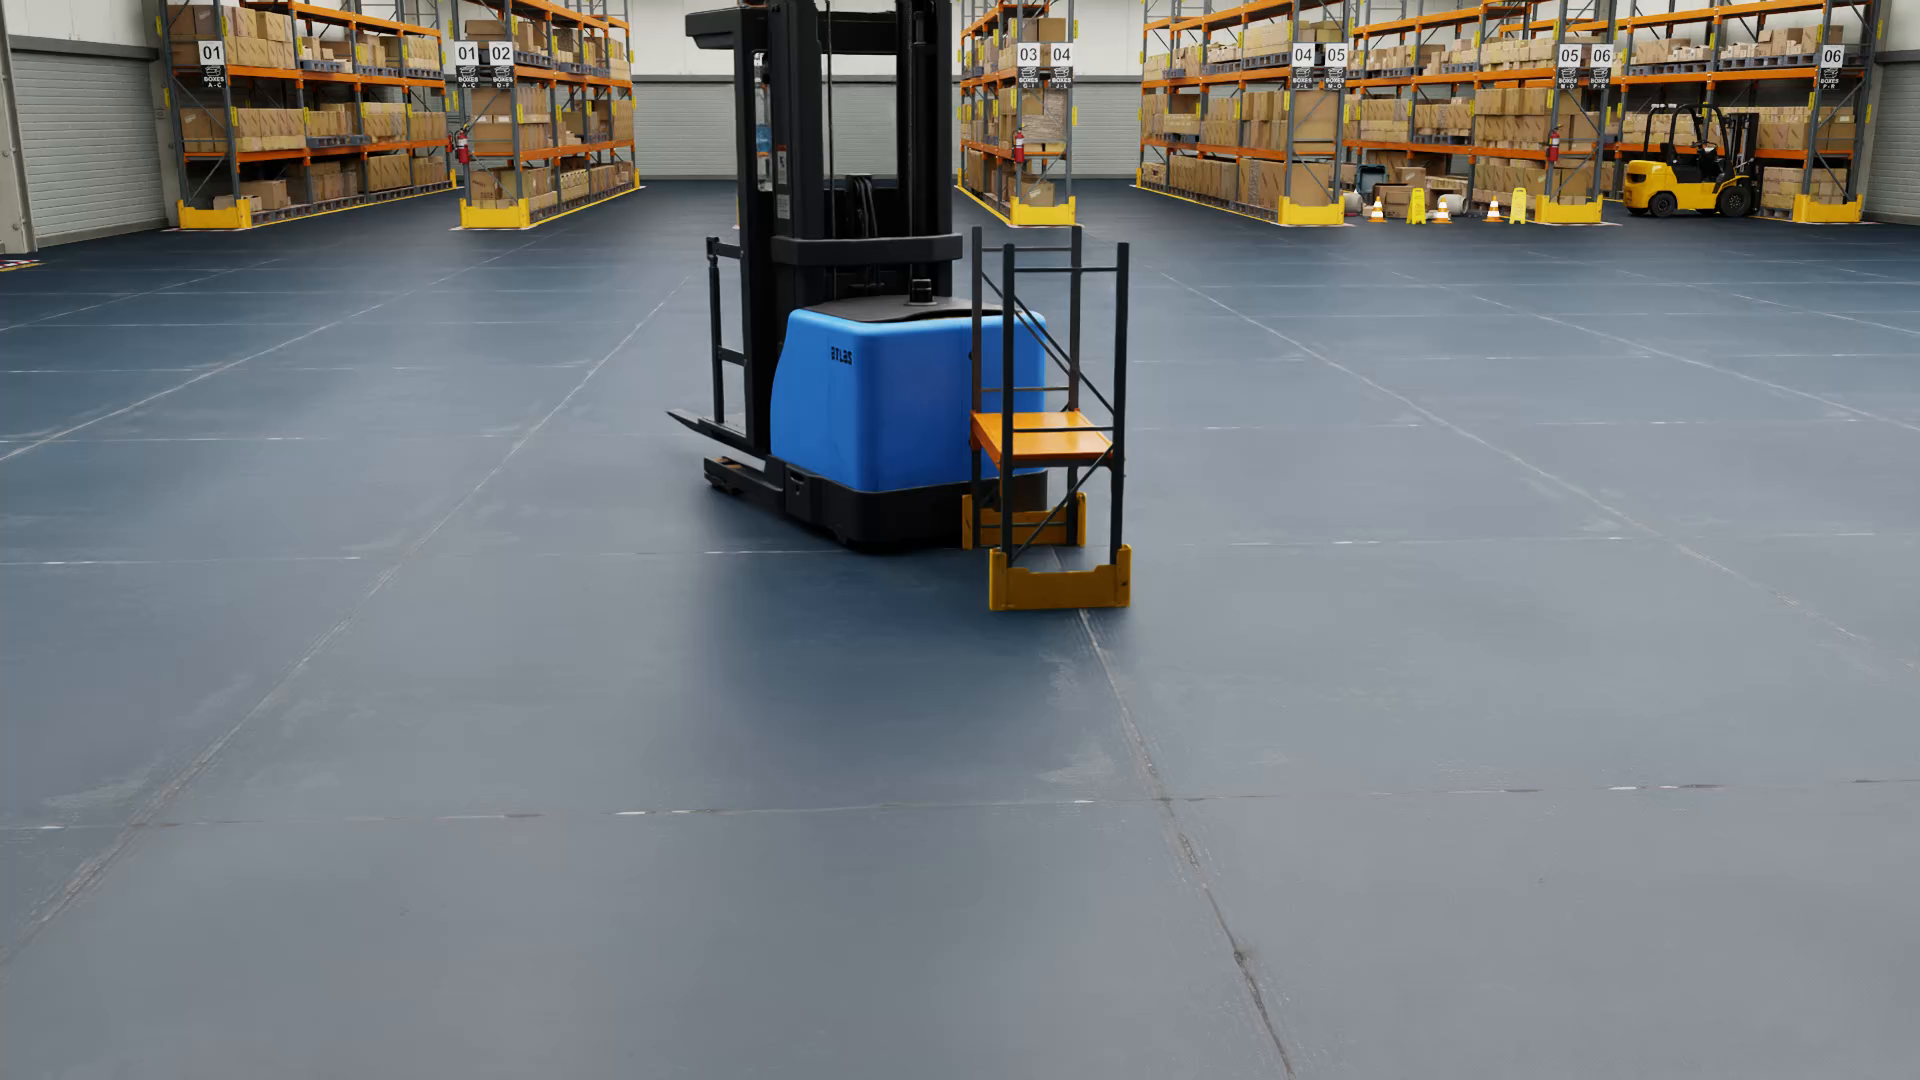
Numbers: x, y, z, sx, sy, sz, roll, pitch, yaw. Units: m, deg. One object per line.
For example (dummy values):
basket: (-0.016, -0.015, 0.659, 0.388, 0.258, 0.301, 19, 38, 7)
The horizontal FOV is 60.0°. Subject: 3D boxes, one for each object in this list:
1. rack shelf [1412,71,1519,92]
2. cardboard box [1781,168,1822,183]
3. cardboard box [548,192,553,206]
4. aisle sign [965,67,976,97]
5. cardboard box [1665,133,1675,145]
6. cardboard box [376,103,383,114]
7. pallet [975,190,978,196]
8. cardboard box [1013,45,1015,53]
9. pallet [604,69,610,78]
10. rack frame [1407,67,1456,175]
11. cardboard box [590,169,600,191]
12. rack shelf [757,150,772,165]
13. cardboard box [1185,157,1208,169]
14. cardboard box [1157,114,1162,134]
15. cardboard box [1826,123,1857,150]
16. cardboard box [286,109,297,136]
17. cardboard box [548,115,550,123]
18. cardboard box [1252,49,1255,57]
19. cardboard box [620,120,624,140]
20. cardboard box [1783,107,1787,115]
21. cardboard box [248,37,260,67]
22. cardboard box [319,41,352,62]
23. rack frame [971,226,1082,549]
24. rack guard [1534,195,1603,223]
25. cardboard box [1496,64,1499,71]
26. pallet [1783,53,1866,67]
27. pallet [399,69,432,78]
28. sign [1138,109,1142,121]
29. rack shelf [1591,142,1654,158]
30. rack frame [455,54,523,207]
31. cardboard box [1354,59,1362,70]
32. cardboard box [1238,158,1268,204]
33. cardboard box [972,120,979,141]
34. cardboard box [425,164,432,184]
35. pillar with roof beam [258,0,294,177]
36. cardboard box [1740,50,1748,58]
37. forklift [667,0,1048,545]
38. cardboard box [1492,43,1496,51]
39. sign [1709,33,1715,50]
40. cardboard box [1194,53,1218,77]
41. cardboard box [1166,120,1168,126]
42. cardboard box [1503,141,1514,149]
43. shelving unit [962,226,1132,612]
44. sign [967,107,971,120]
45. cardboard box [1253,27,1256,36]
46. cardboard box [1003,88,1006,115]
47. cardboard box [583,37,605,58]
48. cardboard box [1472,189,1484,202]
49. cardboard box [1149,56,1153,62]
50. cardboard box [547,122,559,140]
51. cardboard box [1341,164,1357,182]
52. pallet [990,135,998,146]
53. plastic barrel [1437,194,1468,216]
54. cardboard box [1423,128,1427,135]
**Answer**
rack shelf: (11.044, -10.003, 36.307, 1.077, 0.370, 4.000, -1, 14, -3)
cardboard box: (16.030, -6.950, 31.685, 0.500, 0.250, 0.500, 0, 14, -2)
cardboard box: (-8.343, -6.731, 32.844, 0.500, 0.250, 0.500, -1, 14, -3)
aisle sign: (0.230, -12.505, 45.390, 0.394, 0.787, 0.004, -1, 14, -3)
cardboard box: (15.793, -8.776, 36.417, 0.500, 0.250, 0.500, -1, 14, -3)
cardboard box: (-13.642, -9.954, 38.350, 0.500, 0.250, 0.500, -1, 14, -3)
pallet: (0.904, -8.696, 41.402, 1.003, 0.211, 1.213, -1, 14, -3)
cardboard box: (1.171, -9.024, 30.559, 0.380, 0.149, 0.250, -2, 15, -6)
pallet: (-9.136, -11.284, 40.221, 1.213, 0.211, 1.003, -1, 14, -3)
rack frame: (10.920, -9.396, 38.525, 1.000, 3.000, 0.127, -1, 14, -3)
cardboard box: (-8.639, -8.341, 38.559, 0.500, 0.500, 0.500, -1, 14, -5)
rack shelf: (-3.543, -7.326, 31.923, 1.077, 0.370, 4.000, -1, 14, -3)
cardboard box: (5.640, -8.942, 39.428, 0.500, 0.250, 0.500, -1, 14, -3)
cardboard box: (5.395, -10.727, 42.899, 0.500, 0.500, 0.500, -1, 14, -5)
cardboard box: (16.616, -7.660, 31.576, 0.500, 0.500, 0.500, 0, 14, -2)
cardboard box: (-13.180, -8.082, 32.174, 0.500, 0.500, 0.500, -1, 14, -4)
cardboard box: (-8.380, -8.394, 33.130, 0.380, 0.149, 0.250, -1, 14, -3)
cardboard box: (5.964, -9.598, 32.750, 0.380, 0.149, 0.250, -1, 14, -4)
cardboard box: (-8.929, -10.517, 42.681, 0.500, 0.500, 0.500, -1, 14, -4)
cardboard box: (16.106, -8.265, 32.029, 0.380, 0.149, 0.250, -1, 14, -3)
cardboard box: (-13.112, -8.885, 30.278, 0.500, 0.500, 0.500, 0, 14, -1)
cardboard box: (-13.889, -10.845, 37.054, 0.700, 0.500, 0.500, -2, 15, -8)
rack frame: (0.303, -0.695, 7.719, 0.500, 1.500, 0.032, -2, 15, -6)
rack guard: (11.411, -6.215, 31.177, 1.175, 0.500, 0.348, -1, 14, -3)
cardboard box: (11.029, -9.525, 33.510, 0.380, 0.149, 0.250, -1, 14, -3)
pallet: (16.352, -9.070, 31.415, 1.003, 0.211, 1.213, -1, 14, -3)
pallet: (-14.163, -11.924, 42.510, 1.003, 0.211, 1.213, -1, 14, -3)
sign: (4.949, -11.695, 45.722, 0.100, 0.325, 0.005, -1, 14, -3)
rack shelf: (15.750, -9.622, 40.849, 1.077, 0.370, 4.000, -1, 14, -3)
rack frame: (-8.363, -7.101, 29.606, 1.000, 3.000, 0.127, -1, 14, -3)
cardboard box: (10.313, -12.184, 42.567, 0.396, 0.266, 0.258, 0, 14, -2)
cardboard box: (6.203, -7.316, 33.864, 0.875, 0.875, 0.875, -1, 14, -3)
cardboard box: (0.560, -10.168, 41.324, 0.500, 0.500, 0.500, -1, 14, -3)
cardboard box: (-14.052, -9.441, 42.875, 0.700, 0.500, 0.500, -1, 14, -2)
pillar with roof beam: (-10.288, -11.649, 35.241, 9.100, 9.000, 0.400, -1, 14, -3)
cardboard box: (15.894, -9.754, 33.357, 0.380, 0.149, 0.250, 0, 14, -2)
forklift: (-0.750, -1.716, 8.813, 1.130, 2.935, 3.031, -8, 17, -29)
cardboard box: (10.914, -9.905, 33.387, 0.380, 0.149, 0.250, -1, 14, -5)
sign: (15.581, -10.323, 34.440, 0.100, 0.325, 0.005, -1, 14, -3)
cardboard box: (5.697, -10.934, 38.280, 0.500, 0.500, 0.500, -1, 14, -3)
cardboard box: (5.321, -10.345, 41.279, 0.380, 0.149, 0.250, -1, 14, -5)
cardboard box: (10.981, -7.816, 32.887, 0.380, 0.149, 0.250, -1, 14, -4)
shelving unit: (0.360, -0.572, 7.239, 0.587, 1.500, 1.083, -2, 15, -6)
sign: (0.228, -10.686, 41.644, 0.100, 0.325, 0.005, -1, 14, -3)
cardboard box: (5.965, -9.983, 32.648, 0.380, 0.149, 0.250, -1, 14, -4)
cardboard box: (1.114, -8.560, 32.473, 0.500, 0.500, 0.500, -1, 14, -3)
cardboard box: (-9.174, -12.191, 41.162, 0.700, 0.500, 0.500, -1, 14, -3)
cardboard box: (10.935, -7.122, 34.362, 0.500, 0.250, 0.500, -2, 15, -6)
cardboard box: (5.239, -12.822, 44.320, 0.380, 0.149, 0.250, -1, 14, -3)
cardboard box: (-8.674, -8.467, 34.713, 0.500, 0.500, 0.500, 0, 14, 1)
cardboard box: (10.684, -9.734, 44.137, 0.875, 0.438, 0.875, -1, 14, -5)
pallet: (1.193, -8.658, 36.043, 1.003, 0.211, 1.213, -1, 14, -3)
plastic barrel: (9.777, -6.649, 33.018, 0.512, 0.421, 0.421, 10, 18, 35)
cardboard box: (10.710, -9.254, 37.636, 0.380, 0.149, 0.250, -2, 15, -7)
